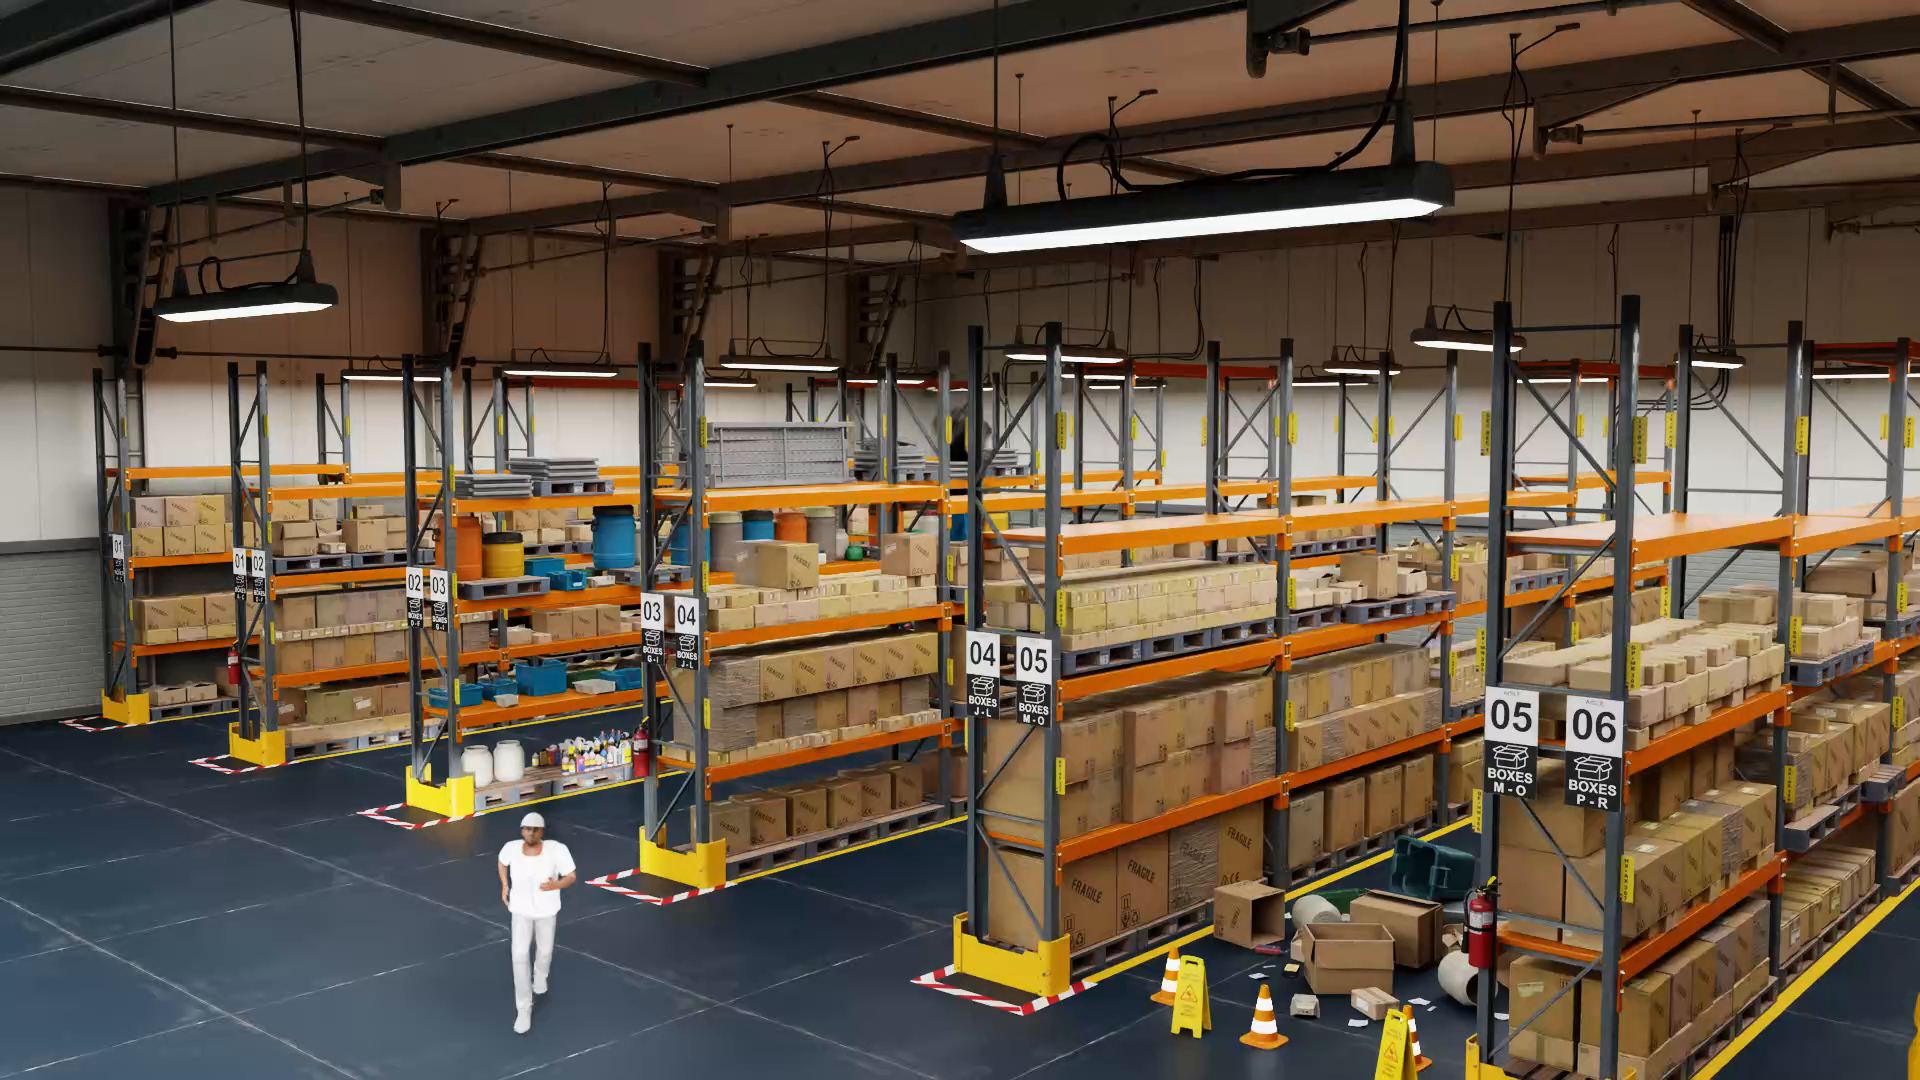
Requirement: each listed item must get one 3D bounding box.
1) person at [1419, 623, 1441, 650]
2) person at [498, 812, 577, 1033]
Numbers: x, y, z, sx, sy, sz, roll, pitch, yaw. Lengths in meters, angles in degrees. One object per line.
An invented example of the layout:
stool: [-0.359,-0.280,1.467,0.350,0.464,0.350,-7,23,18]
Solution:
person: [8.291,2.242,29.029,0.628,1.582,0.591,1,4,18]
person: [-3.660,3.238,14.425,0.663,1.825,0.954,-1,4,-14]
